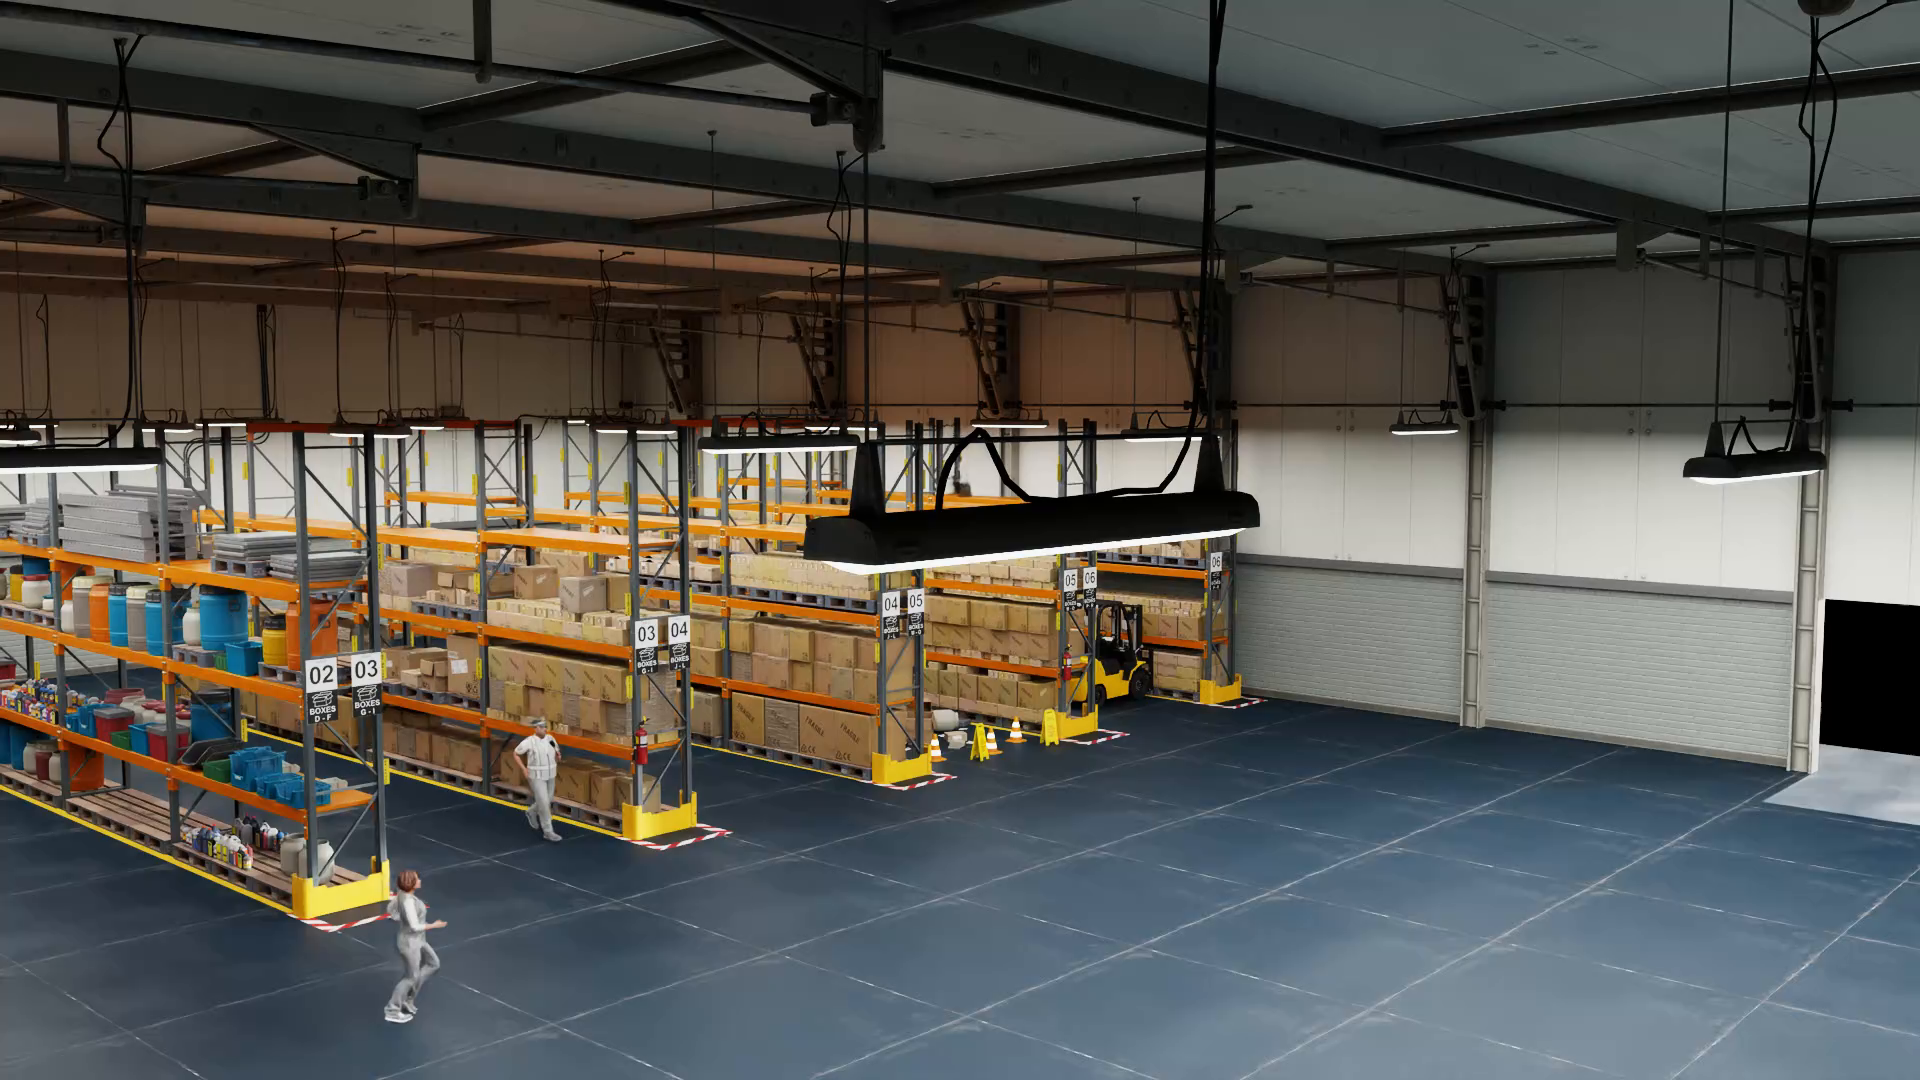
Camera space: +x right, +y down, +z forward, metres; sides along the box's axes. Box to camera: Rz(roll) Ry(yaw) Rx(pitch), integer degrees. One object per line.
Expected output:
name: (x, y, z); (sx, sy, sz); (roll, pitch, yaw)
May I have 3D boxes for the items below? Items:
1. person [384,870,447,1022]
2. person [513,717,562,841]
person: (-5.590, 4.140, 17.054); (0.638, 1.570, 0.518); (-2, 5, -18)
person: (-6.108, 3.440, 24.254); (0.989, 1.756, 0.671); (4, 6, 38)
